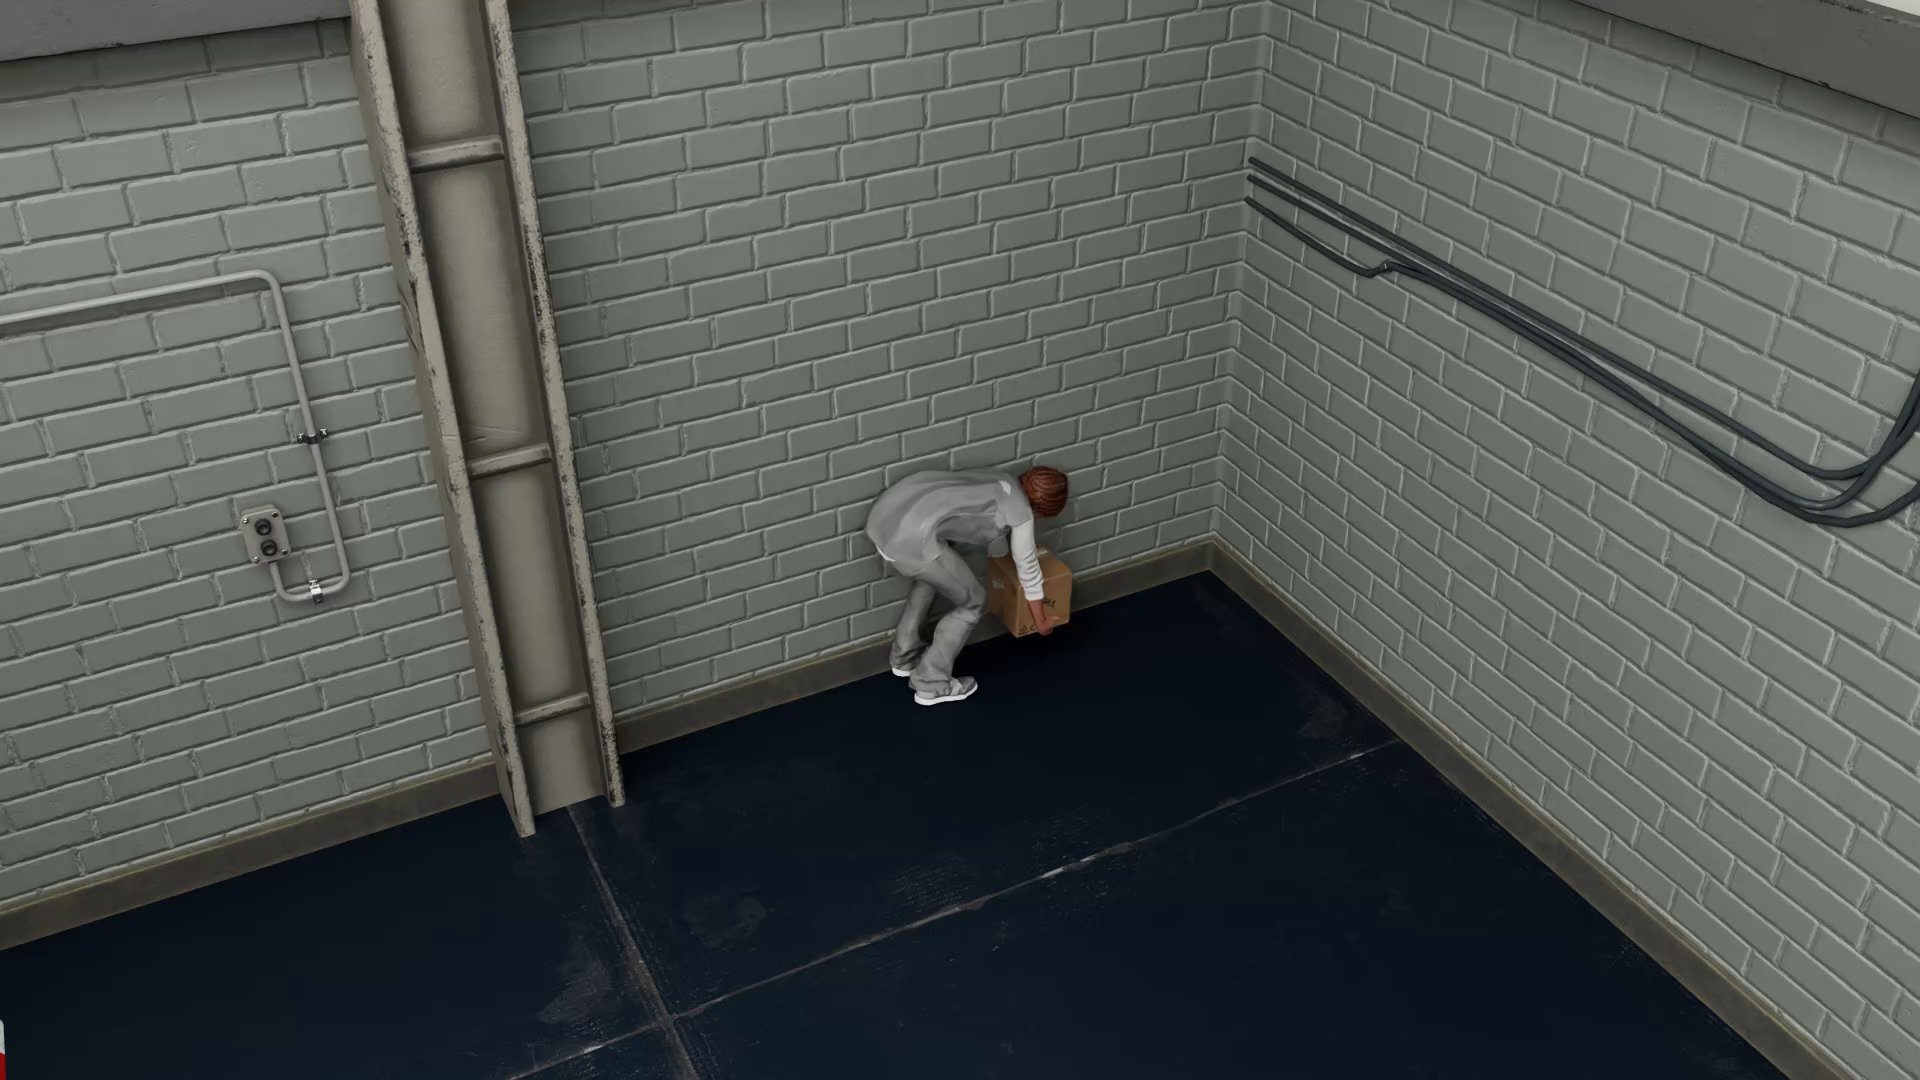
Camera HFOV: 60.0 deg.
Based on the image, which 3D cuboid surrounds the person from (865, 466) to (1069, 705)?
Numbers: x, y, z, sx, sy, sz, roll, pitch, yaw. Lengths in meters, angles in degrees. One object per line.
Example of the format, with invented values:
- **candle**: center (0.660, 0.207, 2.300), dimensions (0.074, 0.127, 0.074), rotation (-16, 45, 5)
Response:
- **person**: center (0.049, 0.124, 6.542), dimensions (0.868, 0.959, 0.410), rotation (-18, 37, -25)
